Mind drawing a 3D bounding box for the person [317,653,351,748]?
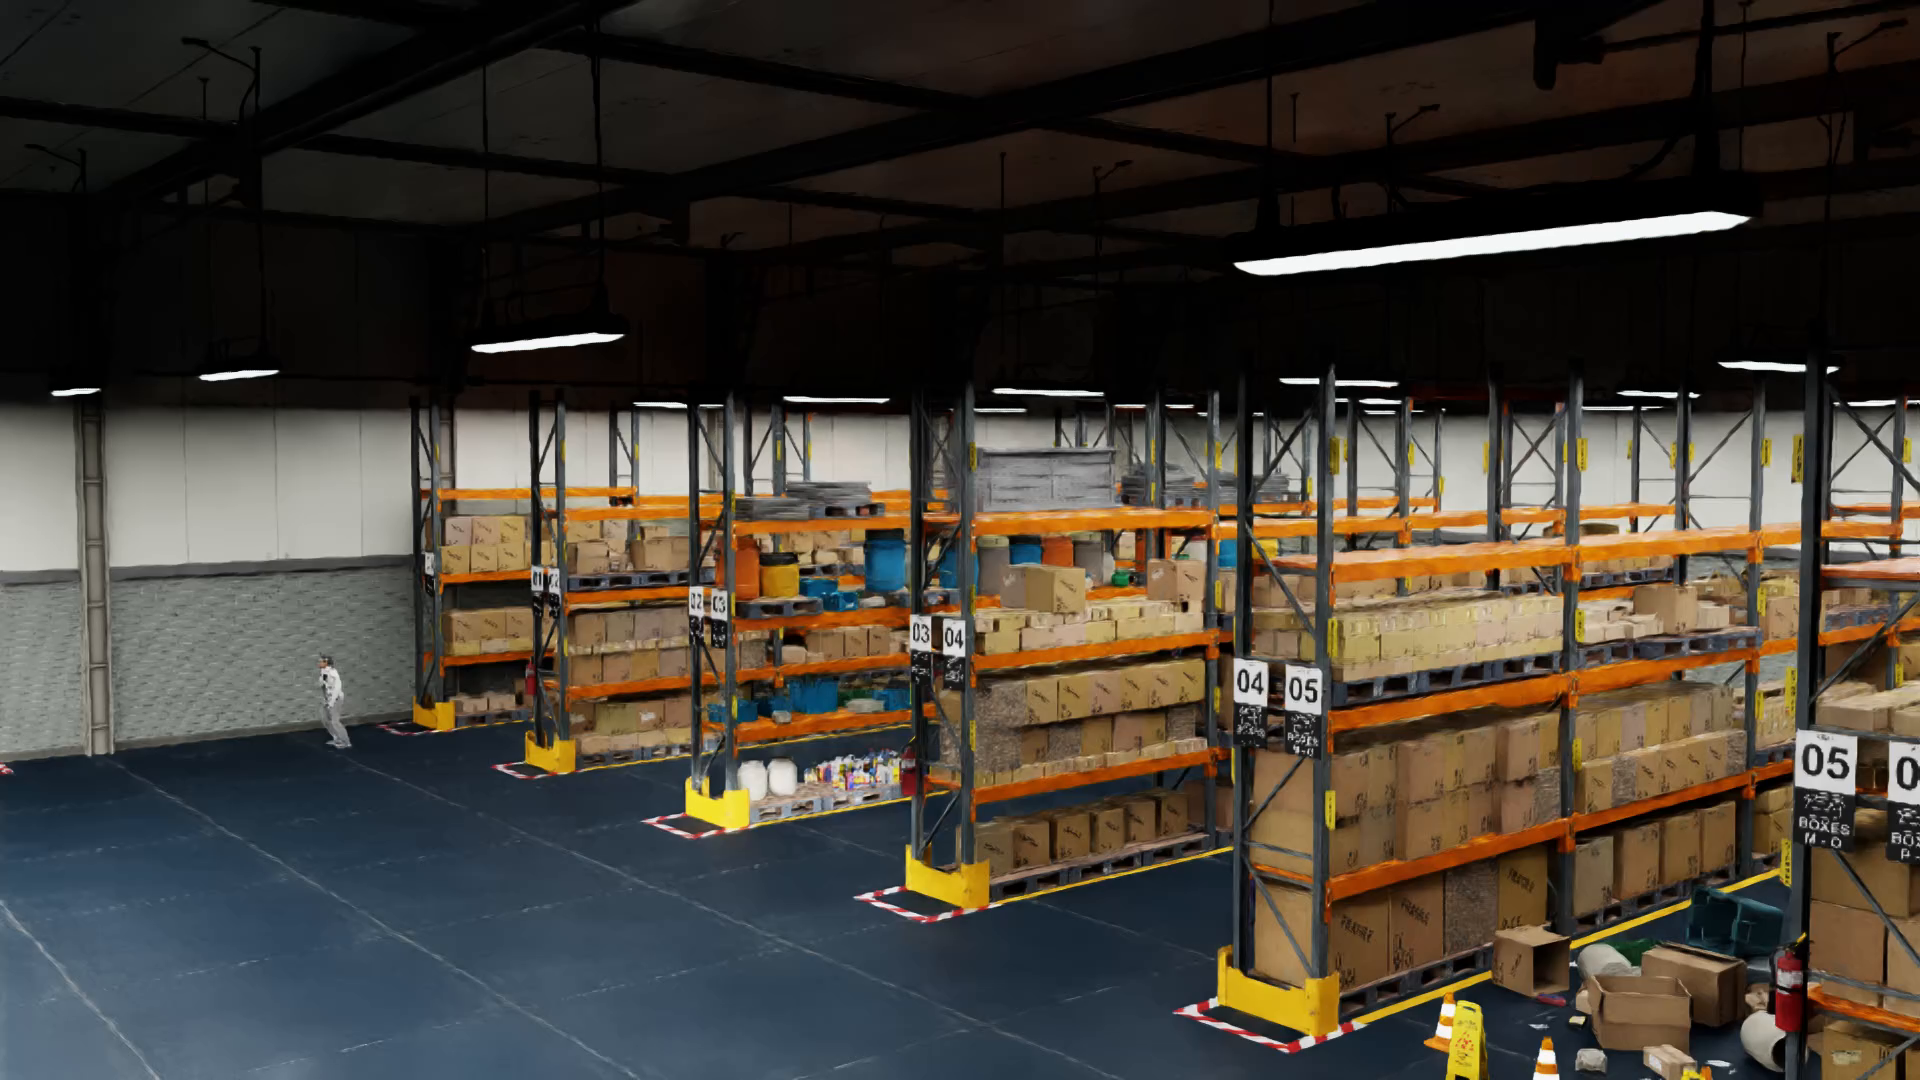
[{"bbox_3d":[-10.603,2.698,28.120,0.508,1.631,0.639,-3,4,-41],"label":"person"}]

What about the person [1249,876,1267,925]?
[{"bbox_3d":[3.294,3.340,17.533,0.510,1.596,0.625,-3,4,-41],"label":"person"}]

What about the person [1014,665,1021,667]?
[{"bbox_3d":[1.192,2.509,30.766,1.031,1.667,0.554,-3,4,-40],"label":"person"}]
